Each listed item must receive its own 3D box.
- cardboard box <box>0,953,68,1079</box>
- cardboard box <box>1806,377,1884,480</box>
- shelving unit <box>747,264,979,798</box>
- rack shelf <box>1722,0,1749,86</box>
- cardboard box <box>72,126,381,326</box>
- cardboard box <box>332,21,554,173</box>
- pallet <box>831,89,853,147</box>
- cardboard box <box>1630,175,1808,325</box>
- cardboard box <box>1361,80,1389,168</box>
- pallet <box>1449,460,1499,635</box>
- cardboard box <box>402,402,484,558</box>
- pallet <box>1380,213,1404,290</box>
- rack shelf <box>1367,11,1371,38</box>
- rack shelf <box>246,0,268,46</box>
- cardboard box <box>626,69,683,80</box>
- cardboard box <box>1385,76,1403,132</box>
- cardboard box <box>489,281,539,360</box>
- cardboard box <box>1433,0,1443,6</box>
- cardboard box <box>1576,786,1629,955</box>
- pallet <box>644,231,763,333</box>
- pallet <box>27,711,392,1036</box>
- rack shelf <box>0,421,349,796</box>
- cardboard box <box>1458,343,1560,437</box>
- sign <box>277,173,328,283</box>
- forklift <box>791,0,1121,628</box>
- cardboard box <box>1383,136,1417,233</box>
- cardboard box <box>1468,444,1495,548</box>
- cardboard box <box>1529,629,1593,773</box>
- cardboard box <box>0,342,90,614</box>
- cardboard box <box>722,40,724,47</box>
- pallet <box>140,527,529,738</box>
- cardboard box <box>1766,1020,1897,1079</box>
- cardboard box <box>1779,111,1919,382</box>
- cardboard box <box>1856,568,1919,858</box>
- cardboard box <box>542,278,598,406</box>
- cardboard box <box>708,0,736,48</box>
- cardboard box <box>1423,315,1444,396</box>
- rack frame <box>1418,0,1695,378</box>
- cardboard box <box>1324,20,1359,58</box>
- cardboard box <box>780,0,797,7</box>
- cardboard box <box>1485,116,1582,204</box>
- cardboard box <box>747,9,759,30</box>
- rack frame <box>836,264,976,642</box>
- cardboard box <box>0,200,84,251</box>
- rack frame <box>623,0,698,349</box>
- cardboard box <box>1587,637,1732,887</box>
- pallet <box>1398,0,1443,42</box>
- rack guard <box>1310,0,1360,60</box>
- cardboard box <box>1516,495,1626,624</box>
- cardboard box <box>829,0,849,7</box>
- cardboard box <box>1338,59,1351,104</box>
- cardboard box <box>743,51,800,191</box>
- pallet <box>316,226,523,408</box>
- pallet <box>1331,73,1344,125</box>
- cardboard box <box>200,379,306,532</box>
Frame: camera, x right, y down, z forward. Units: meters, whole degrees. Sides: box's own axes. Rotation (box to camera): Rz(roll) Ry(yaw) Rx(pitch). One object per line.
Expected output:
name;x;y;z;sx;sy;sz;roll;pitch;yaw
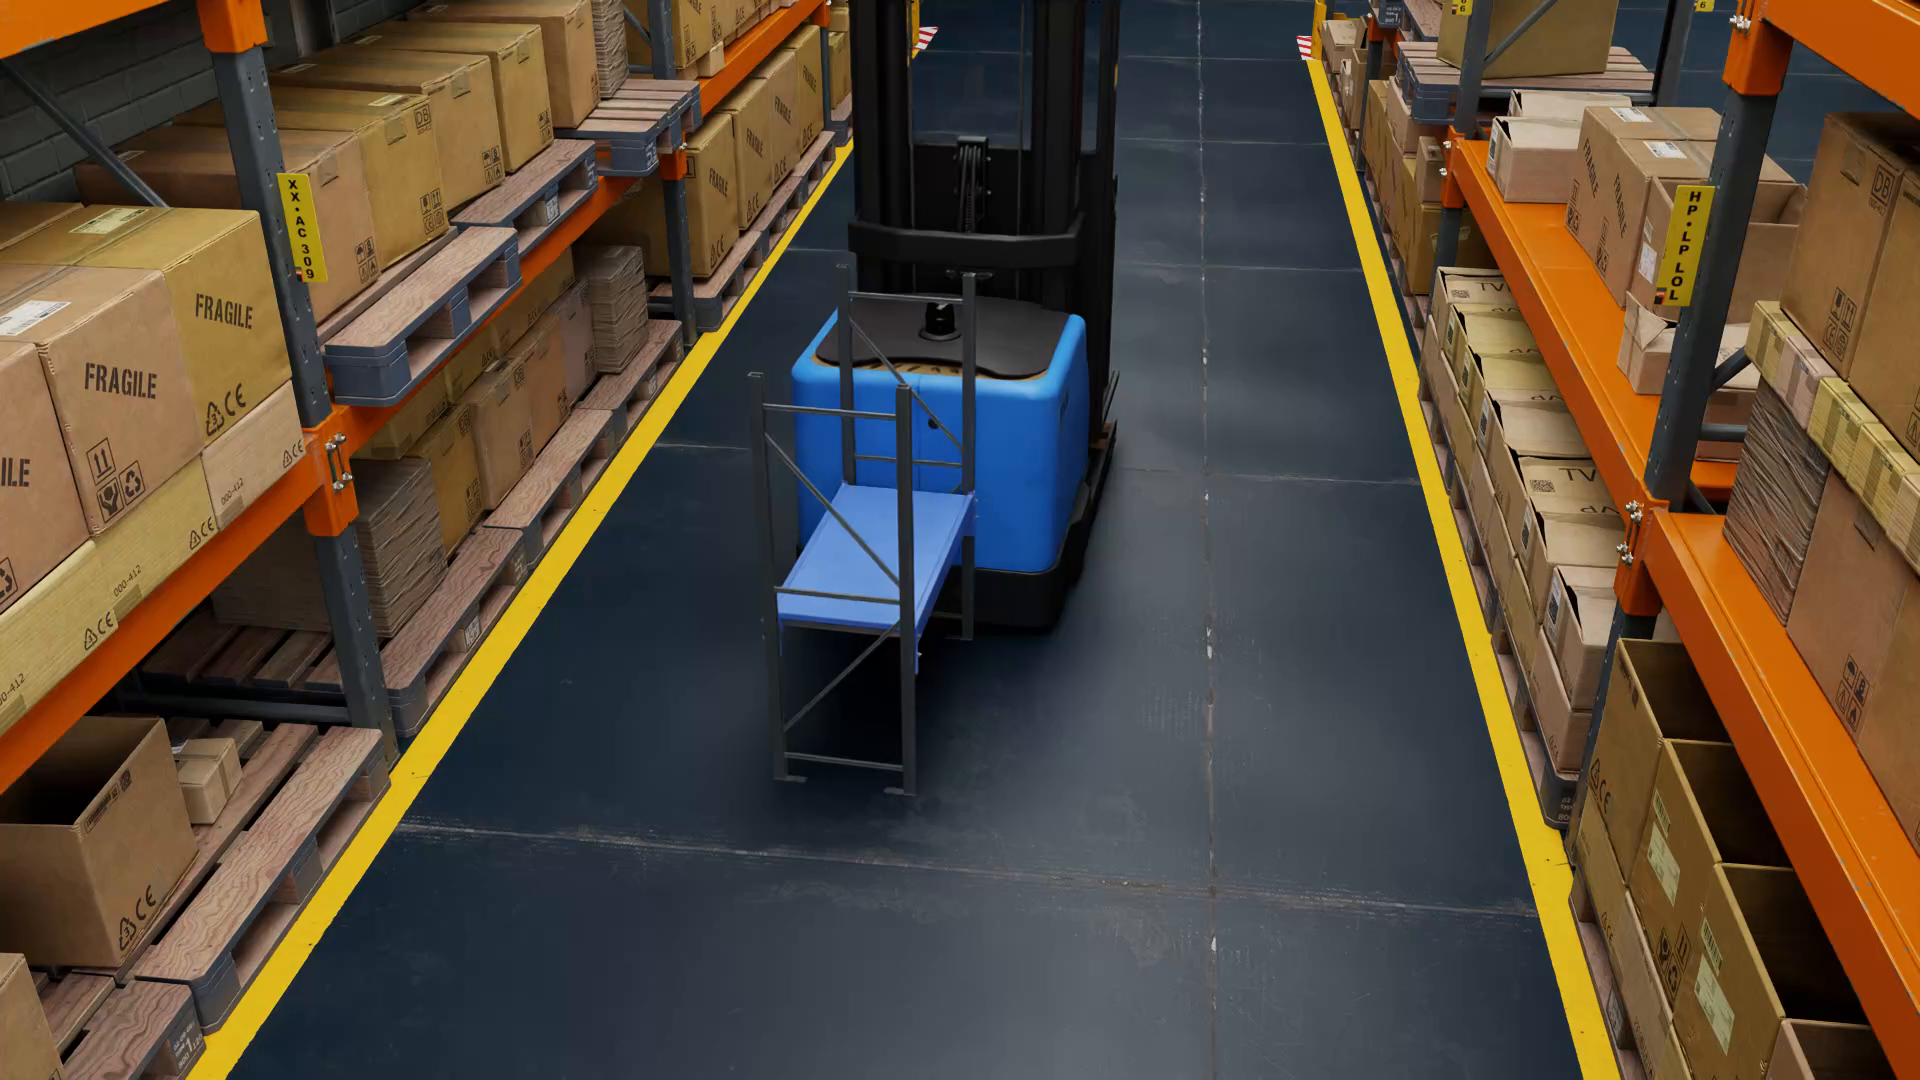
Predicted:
cardboard box;-2.572;1.301;3.844;0.700;0.500;0.500;2;28;3
cardboard box;2.166;-0.246;3.755;0.380;0.149;0.250;3;28;5
shelving unit;-0.292;-0.054;5.769;0.538;1.500;1.048;5;29;10
rack shelf;2.697;-2.217;5.798;1.077;0.370;4.000;3;28;6
cardboard box;-2.369;-1.033;5.435;0.700;0.500;0.500;3;29;6
cardboard box;-2.153;-1.868;6.986;0.700;0.500;0.500;3;28;6
pallet;-1.314;-3.449;13.429;1.003;0.211;1.213;3;28;6
cardboard box;2.626;-0.924;5.697;0.500;0.500;0.500;5;29;10
cardboard box;3.131;-2.917;11.673;0.500;0.500;0.500;2;28;4
pallet;2.650;0.031;6.969;1.003;0.211;1.213;3;28;6
cardboard box;-2.378;-0.244;6.712;0.700;0.500;0.500;3;28;5
pallet;3.223;-1.848;10.459;1.003;0.211;1.213;3;28;6
rack shelf;3.677;-4.662;13.499;1.077;0.370;4.000;3;28;6
rack shelf;-2.220;-2.503;6.329;1.077;0.370;4.000;3;28;6
cardboard box;-1.705;-2.480;8.935;0.380;0.149;0.250;3;28;5
cardboard box;3.008;-2.776;10.622;0.500;0.250;0.500;3;29;6
cardboard box;-2.202;-1.015;7.352;0.500;0.250;0.500;3;28;6
cardboard box;3.276;-3.431;9.907;0.700;0.500;0.500;-4;29;-7
cardboard box;2.094;0.955;4.771;0.500;0.250;0.500;3;28;6
pallet;-1.804;-1.579;9.959;1.003;0.211;1.213;3;28;6
pallet;-2.513;0.988;5.193;1.003;0.211;1.213;3;28;6
rack shelf;-2.710;0.701;3.545;1.077;0.370;4.000;3;28;6
cardboard box;2.465;-0.658;7.174;0.500;0.311;0.500;3;28;5
sign;-1.926;-0.911;4.865;0.100;0.325;0.005;3;28;6
forklift;0.144;-1.629;7.184;1.130;2.935;3.031;5;29;10
cardboard box;2.945;-2.192;10.328;0.500;0.500;0.500;2;28;4
cardboard box;2.404;-0.176;6.870;0.500;0.250;0.500;4;29;7
cardboard box;2.215;0.542;5.537;0.500;0.250;0.500;3;28;6
cardboard box;-2.344;-0.118;3.653;0.500;0.500;0.500;3;28;5
cardboard box;-1.617;-2.967;9.838;0.380;0.149;0.250;4;29;7
pallet;-2.371;0.304;6.464;1.003;0.211;1.213;3;28;6
cardboard box;1.902;1.330;3.284;0.500;0.500;0.500;3;28;6
cardboard box;2.403;-0.677;3.871;0.700;0.500;0.500;3;29;6
cardboard box;2.280;0.378;3.279;0.700;0.500;0.500;4;29;7
cardboard box;-2.190;-0.956;8.033;0.700;0.500;0.500;3;28;6
cardboard box;-1.588;-3.084;9.371;0.500;0.500;0.500;4;29;8
cardboard box;2.586;-0.899;8.213;0.500;0.250;0.500;3;28;6
rack frame;2.942;-2.154;8.086;1.000;3.000;0.127;3;28;6
cardboard box;3.512;-4.428;14.742;0.500;0.250;0.500;3;28;6
cardboard box;-1.304;-3.679;11.159;0.380;0.149;0.250;3;28;6
cardboard box;2.640;-1.705;7.347;0.500;0.311;0.500;3;28;6
cardboard box;-1.489;-3.326;10.505;0.380;0.149;0.250;4;29;8
rack frame;-0.192;-0.290;6.208;0.500;1.500;0.032;5;29;10
cardboard box;-2.730;-0.621;4.587;0.500;0.500;0.500;3;28;5
rack frame;-1.975;-2.440;8.617;1.000;3.000;0.127;3;28;6
cardboard box;2.084;0.624;4.594;0.500;0.500;0.500;3;28;6
pallet;3.175;-2.985;9.831;1.003;0.211;1.213;3;28;6
rack guard;3.912;-4.784;15.602;1.175;0.500;0.348;3;28;6
cardboard box;2.274;0.055;5.851;0.500;0.311;0.500;4;29;8
cardboard box;-1.005;-4.436;13.829;0.380;0.149;0.250;3;28;5
cardboard box;3.312;-3.685;13.298;0.500;0.311;0.500;3;28;6
cardboard box;-1.542;-2.830;11.163;0.750;0.750;0.750;4;29;8
pallet;-2.227;-0.824;5.820;1.003;0.211;1.213;3;28;6
pallet;3.664;-3.708;13.911;1.003;0.211;1.213;3;28;6
cardboard box;-2.223;-0.260;4.706;0.500;0.250;0.500;3;29;6
